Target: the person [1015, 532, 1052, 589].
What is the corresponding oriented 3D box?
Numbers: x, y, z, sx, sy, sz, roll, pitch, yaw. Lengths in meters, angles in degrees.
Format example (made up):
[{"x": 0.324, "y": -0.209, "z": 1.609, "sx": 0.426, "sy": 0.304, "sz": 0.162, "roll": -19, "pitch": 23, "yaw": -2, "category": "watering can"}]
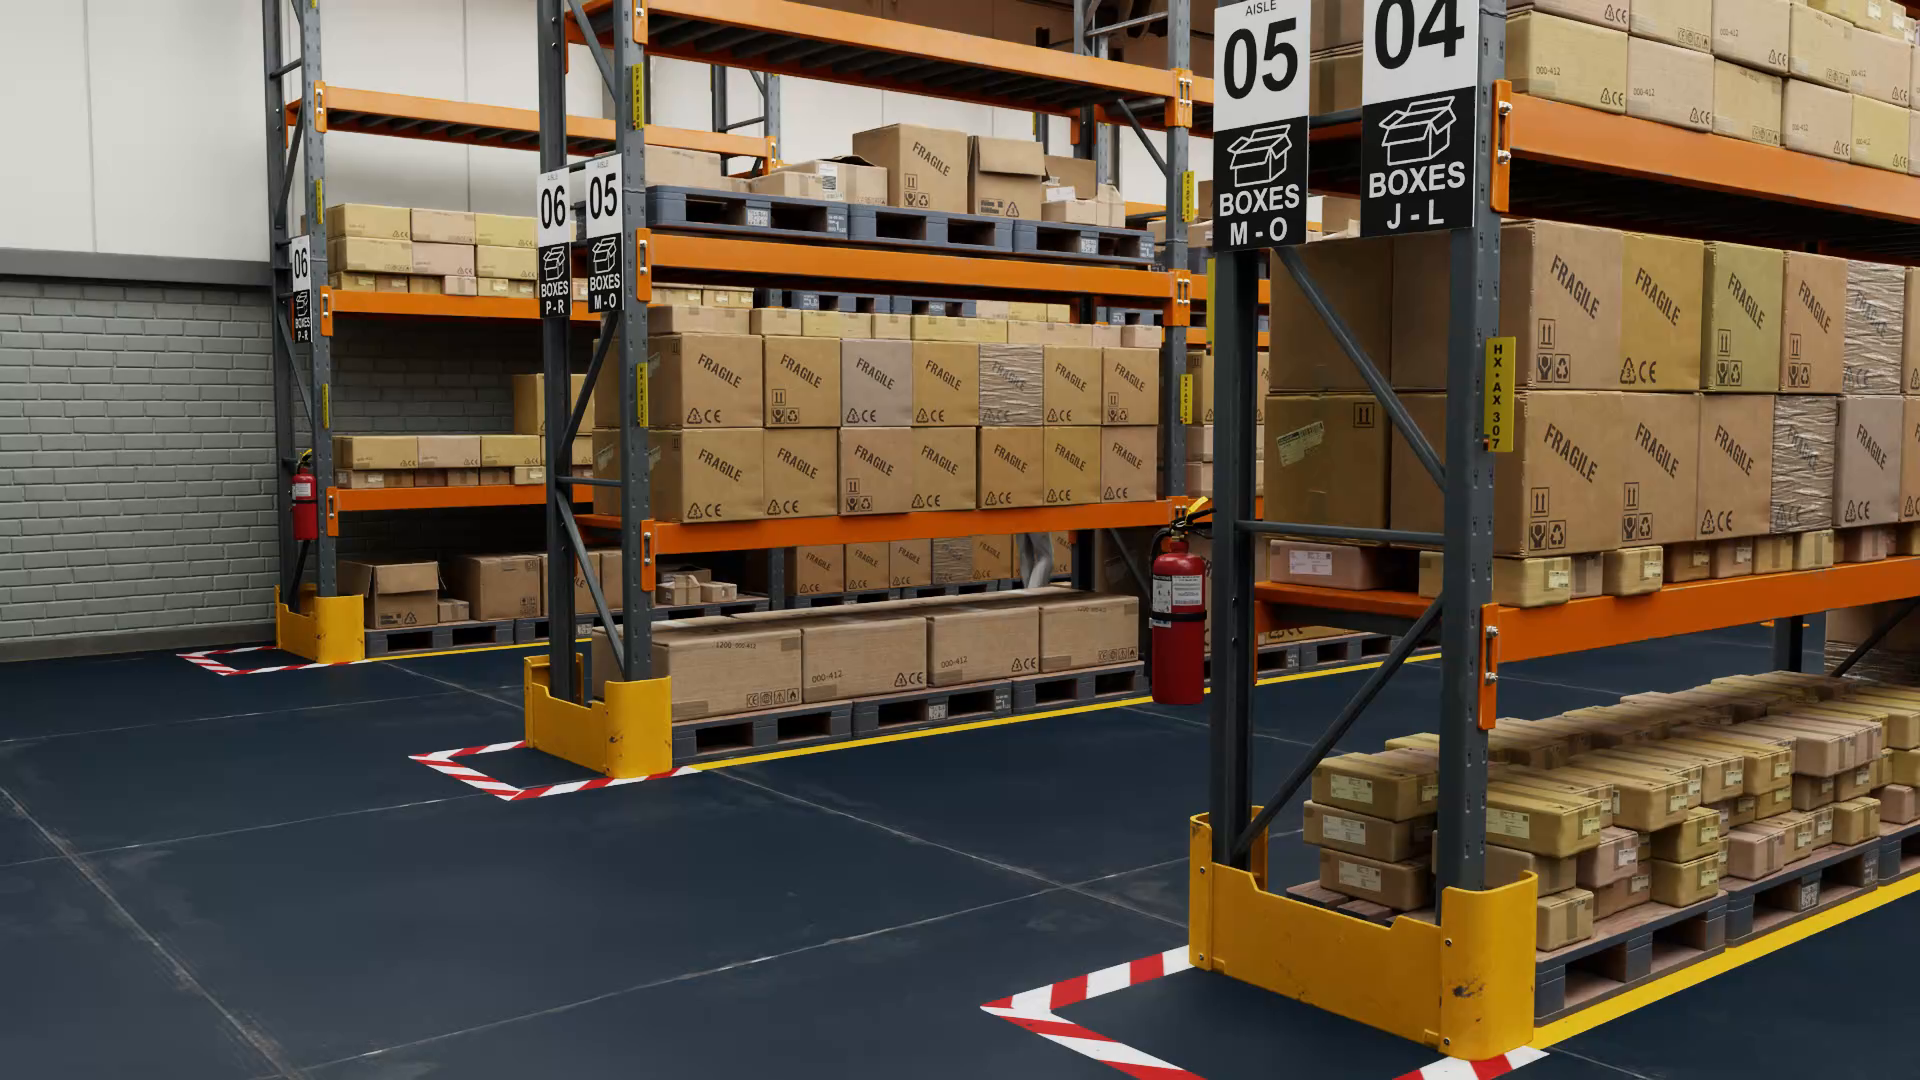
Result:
[{"x": 0.679, "y": -0.110, "z": 15.640, "sx": 0.508, "sy": 1.757, "sz": 0.453, "roll": -4, "pitch": 6, "yaw": -40, "category": "person"}]
